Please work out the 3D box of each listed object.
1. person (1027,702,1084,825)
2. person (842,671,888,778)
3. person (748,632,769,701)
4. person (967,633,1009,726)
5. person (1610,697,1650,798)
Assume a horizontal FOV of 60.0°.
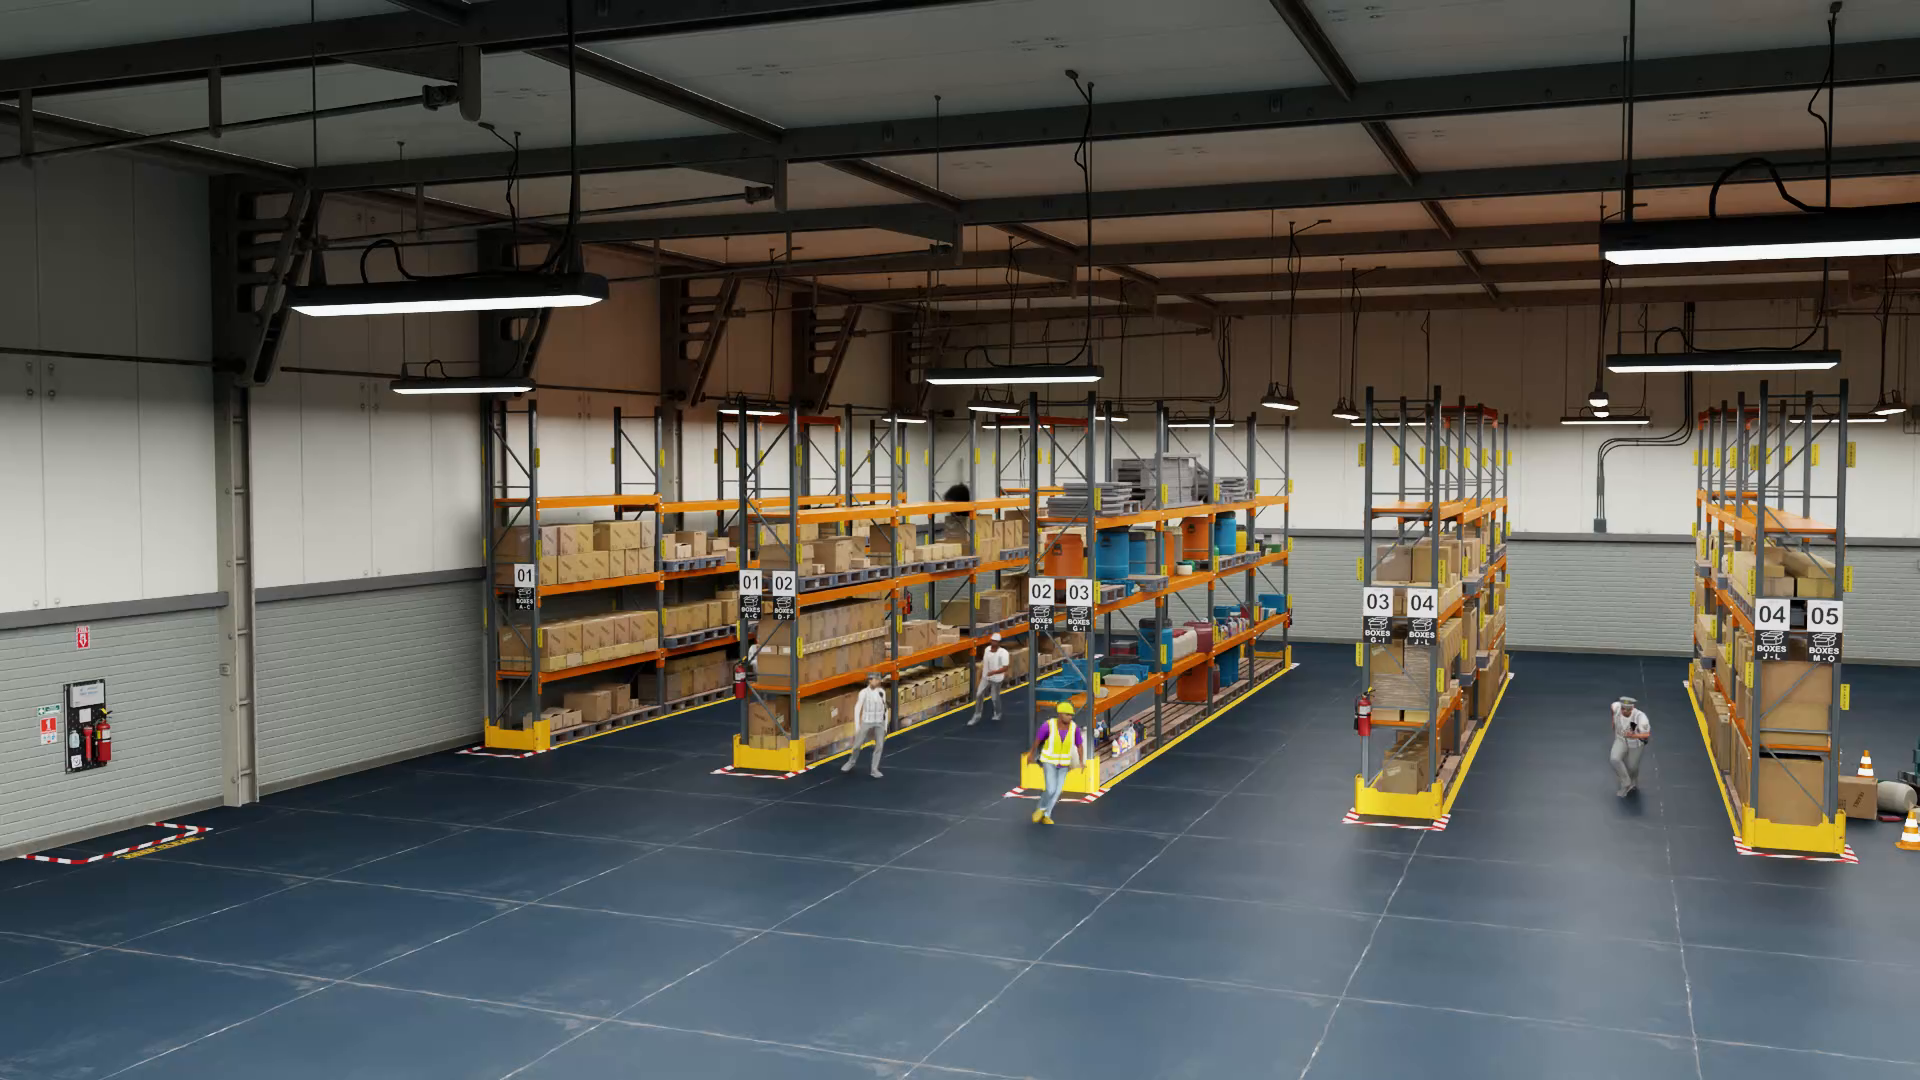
[{"bbox_3d":[1.324,3.029,22.559,0.675,1.699,0.685,-1,3,-19],"label":"person"},{"bbox_3d":[-1.489,2.883,26.212,0.695,1.670,0.583,-1,3,-18],"label":"person"},{"bbox_3d":[-3.852,2.583,32.423,0.599,1.666,0.941,0,3,-1],"label":"person"},{"bbox_3d":[0.611,2.585,31.002,0.743,1.735,0.833,2,3,29],"label":"person"},{"bbox_3d":[9.966,3.048,24.699,0.652,1.538,1.185,2,3,35],"label":"person"}]
